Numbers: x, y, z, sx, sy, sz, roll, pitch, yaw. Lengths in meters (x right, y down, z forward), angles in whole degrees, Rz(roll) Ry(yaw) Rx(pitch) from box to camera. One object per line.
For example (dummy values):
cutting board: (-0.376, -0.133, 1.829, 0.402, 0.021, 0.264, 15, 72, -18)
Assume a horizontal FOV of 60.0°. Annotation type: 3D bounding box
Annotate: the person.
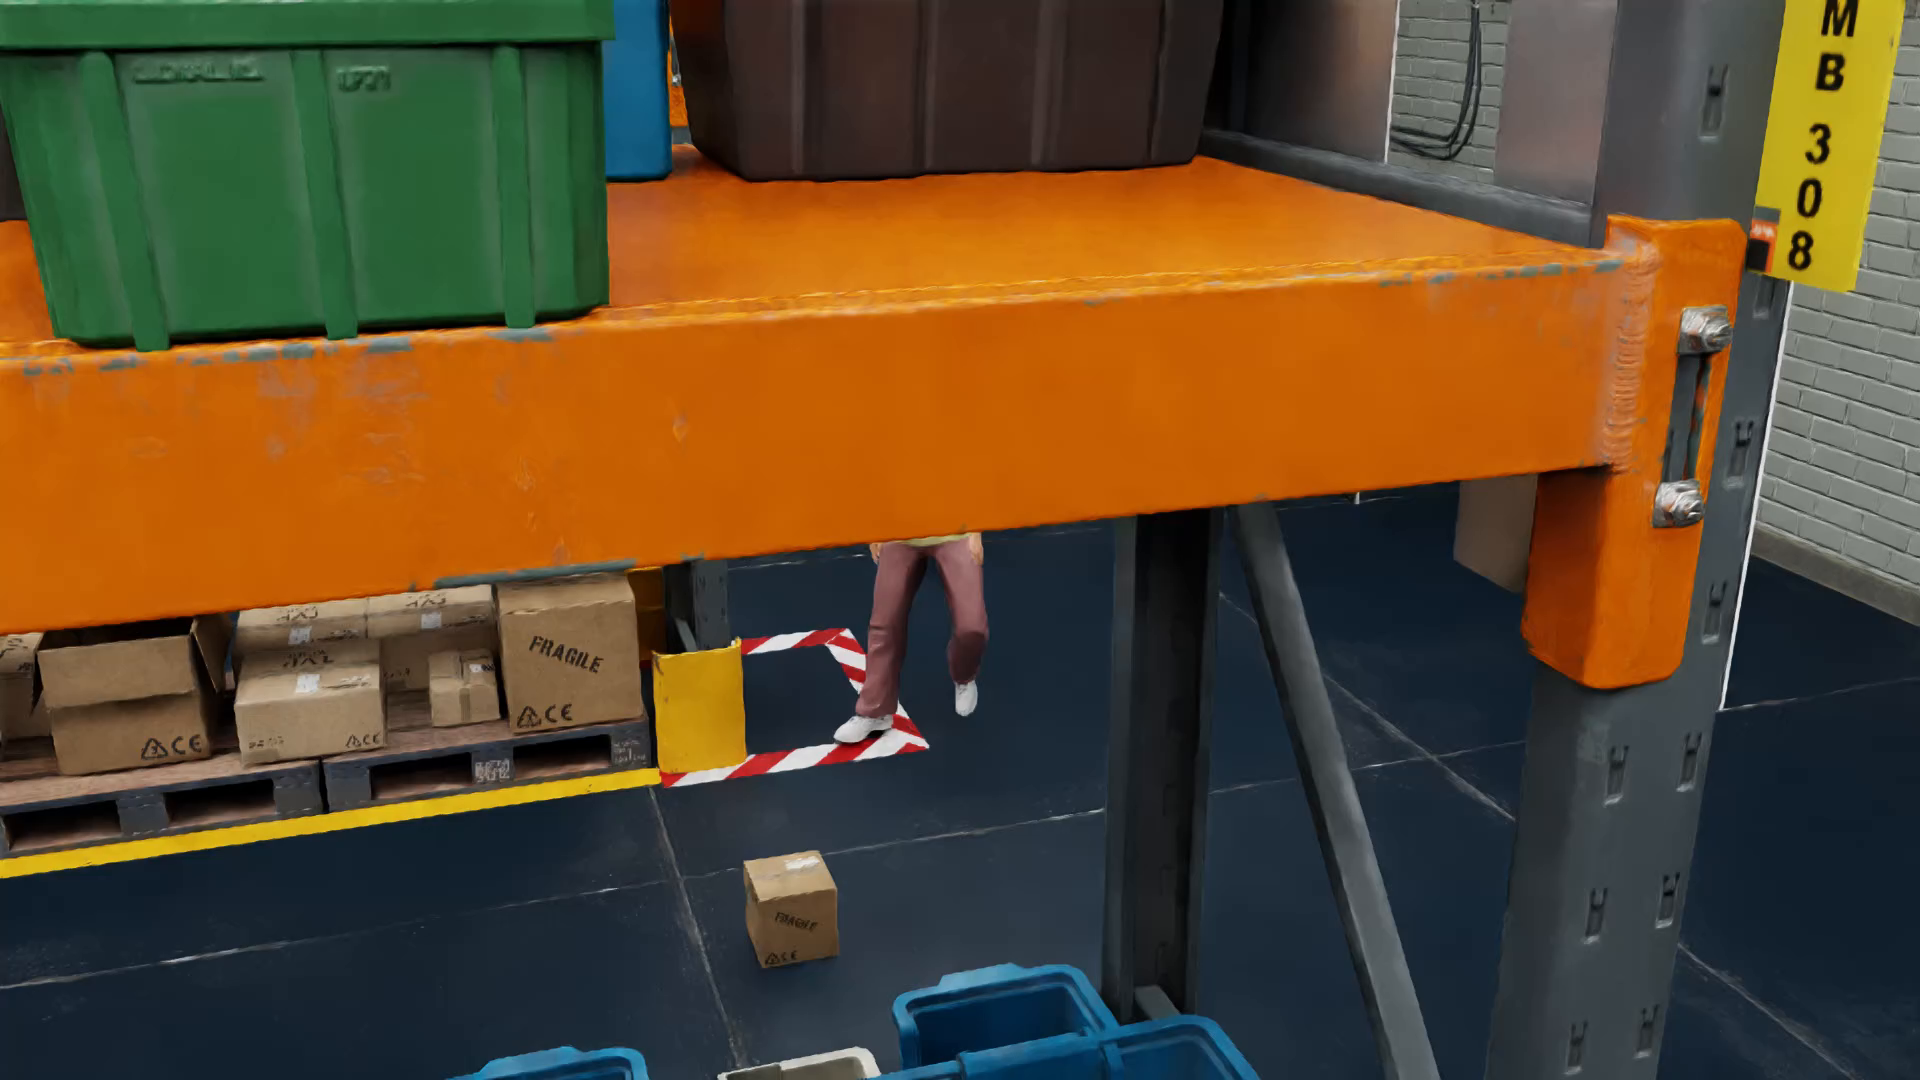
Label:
person: (-0.158, -0.020, 6.571, 0.615, 1.667, 0.525, 4, 20, 12)
